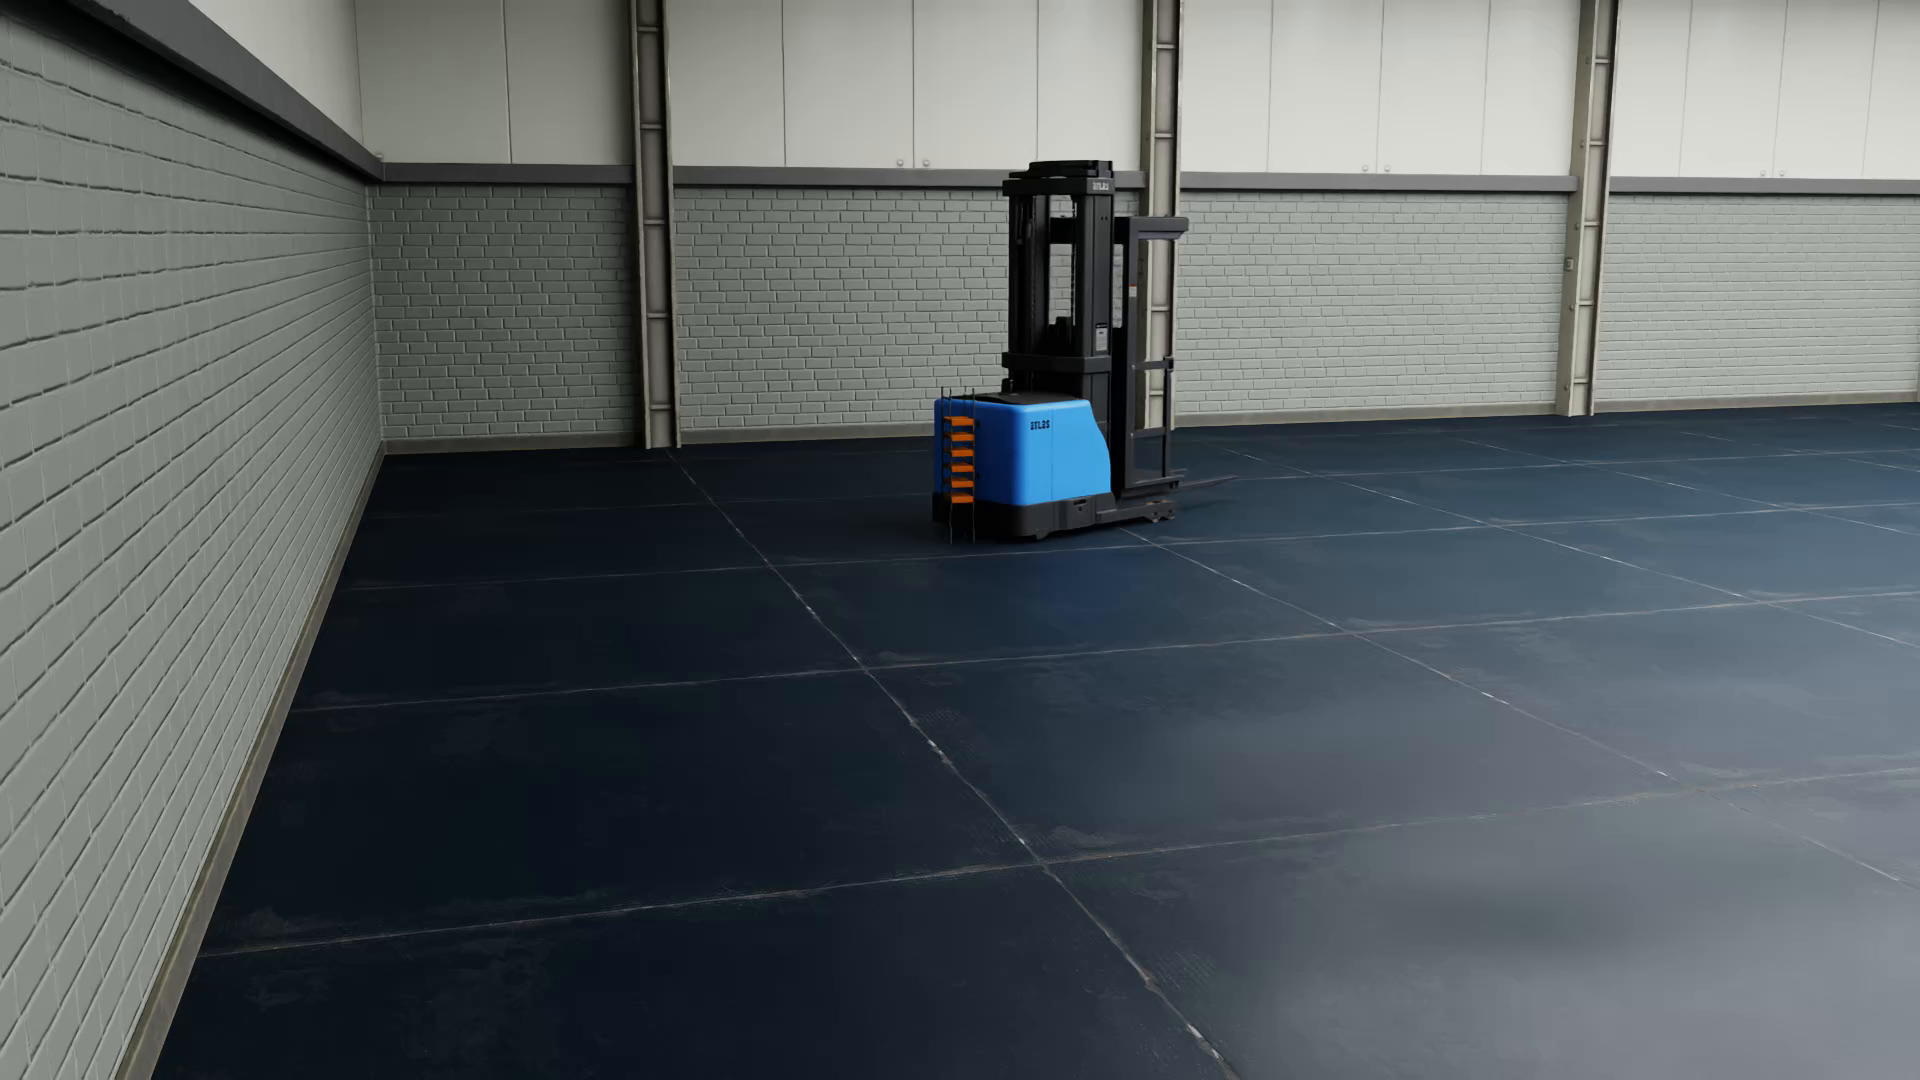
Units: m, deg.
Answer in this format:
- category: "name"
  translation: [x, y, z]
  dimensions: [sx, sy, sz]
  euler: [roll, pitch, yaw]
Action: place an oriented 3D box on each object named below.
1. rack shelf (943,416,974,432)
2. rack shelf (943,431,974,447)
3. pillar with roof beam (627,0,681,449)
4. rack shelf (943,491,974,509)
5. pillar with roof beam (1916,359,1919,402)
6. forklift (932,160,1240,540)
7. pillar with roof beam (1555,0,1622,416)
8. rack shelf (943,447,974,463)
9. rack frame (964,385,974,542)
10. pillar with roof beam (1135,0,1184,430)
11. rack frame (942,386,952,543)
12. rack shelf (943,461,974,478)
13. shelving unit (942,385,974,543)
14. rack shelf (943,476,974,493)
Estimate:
- category: "rack shelf"
  translation: [-0.017, -0.900, 12.874]
  dimensions: [0.180, 0.103, 0.258]
  euler: [-3, 11, -18]
- category: "rack shelf"
  translation: [-0.017, -0.782, 12.896]
  dimensions: [0.180, 0.103, 0.258]
  euler: [-3, 11, -18]
- category: "pillar with roof beam"
  translation: [-2.166, -4.735, 13.910]
  dimensions: [0.400, 9.000, 9.100]
  euler: [-3, 11, -16]
- category: "rack shelf"
  translation: [-0.017, -0.309, 12.981]
  dimensions: [0.180, 0.103, 0.258]
  euler: [-3, 11, -18]
- category: "pillar with roof beam"
  translation: [15.117, -5.646, 18.858]
  dimensions: [0.400, 9.000, 9.100]
  euler: [-3, 11, -16]
- category: "forklift"
  translation: [1.190, -1.648, 13.901]
  dimensions: [3.031, 2.935, 1.130]
  euler: [-10, 14, -43]
- category: "pillar with roof beam"
  translation: [9.356, -5.342, 17.209]
  dimensions: [0.400, 9.000, 9.100]
  euler: [-3, 11, -16]
- category: "rack shelf"
  translation: [-0.017, -0.664, 12.917]
  dimensions: [0.180, 0.103, 0.258]
  euler: [-3, 11, -18]
- category: "rack frame"
  translation: [0.070, -0.594, 12.959]
  dimensions: [0.006, 1.200, 0.240]
  euler: [-3, 11, -18]
- category: "pillar with roof beam"
  translation: [3.595, -5.038, 15.560]
  dimensions: [0.400, 9.000, 9.100]
  euler: [-3, 11, -16]
- category: "rack frame"
  translation: [-0.104, -0.584, 12.903]
  dimensions: [0.006, 1.200, 0.240]
  euler: [-3, 11, -18]
- category: "rack shelf"
  translation: [-0.017, -0.545, 12.939]
  dimensions: [0.180, 0.103, 0.258]
  euler: [-3, 11, -18]
- category: "shelving unit"
  translation: [-0.017, -0.589, 12.931]
  dimensions: [0.189, 1.200, 0.258]
  euler: [-3, 11, -18]
- category: "rack shelf"
  translation: [-0.017, -0.427, 12.960]
  dimensions: [0.180, 0.103, 0.258]
  euler: [-3, 11, -18]
